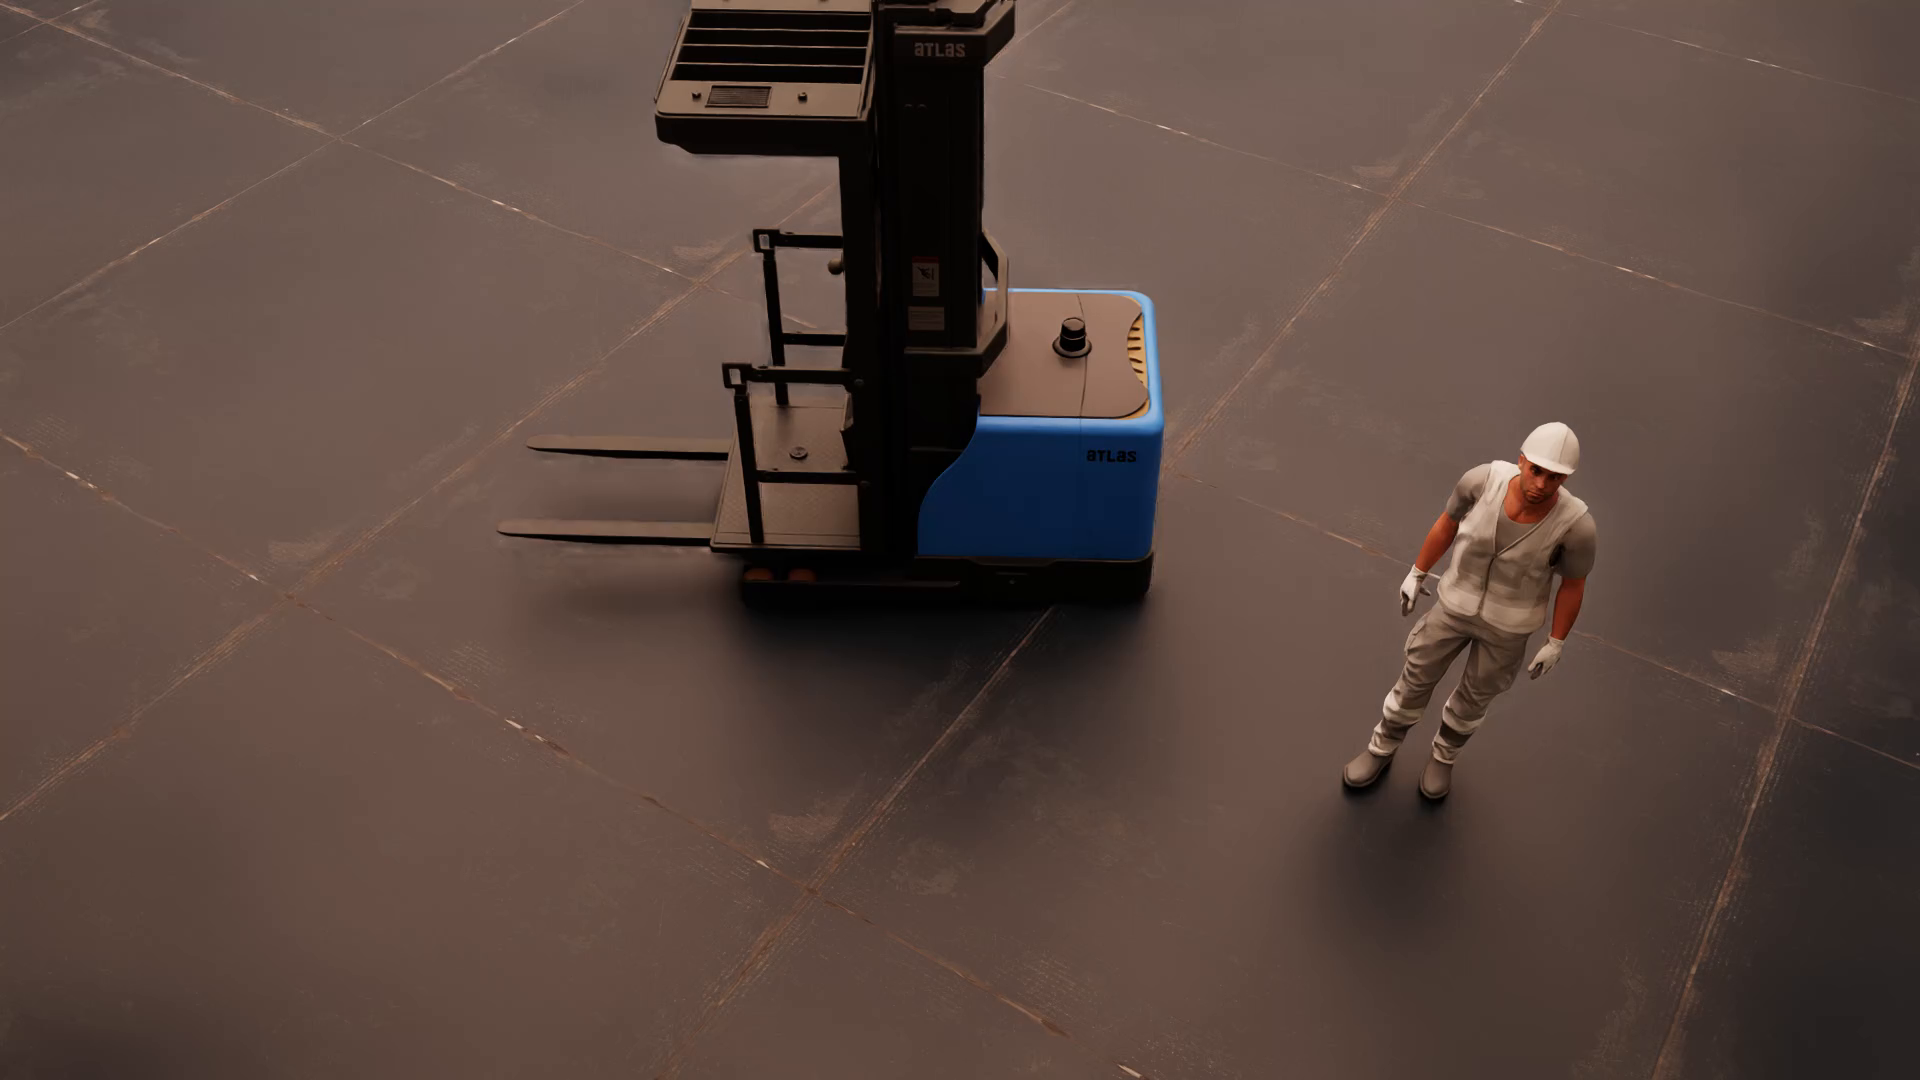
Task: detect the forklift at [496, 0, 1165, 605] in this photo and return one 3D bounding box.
[{"bbox_3d":[-0.623,-1.134,7.045,3.031,2.935,1.130,1,43,1],"label":"forklift"}]

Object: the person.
[{"bbox_3d":[1.967,0.320,6.331,0.640,1.788,0.565,25,49,24],"label":"person"}]
